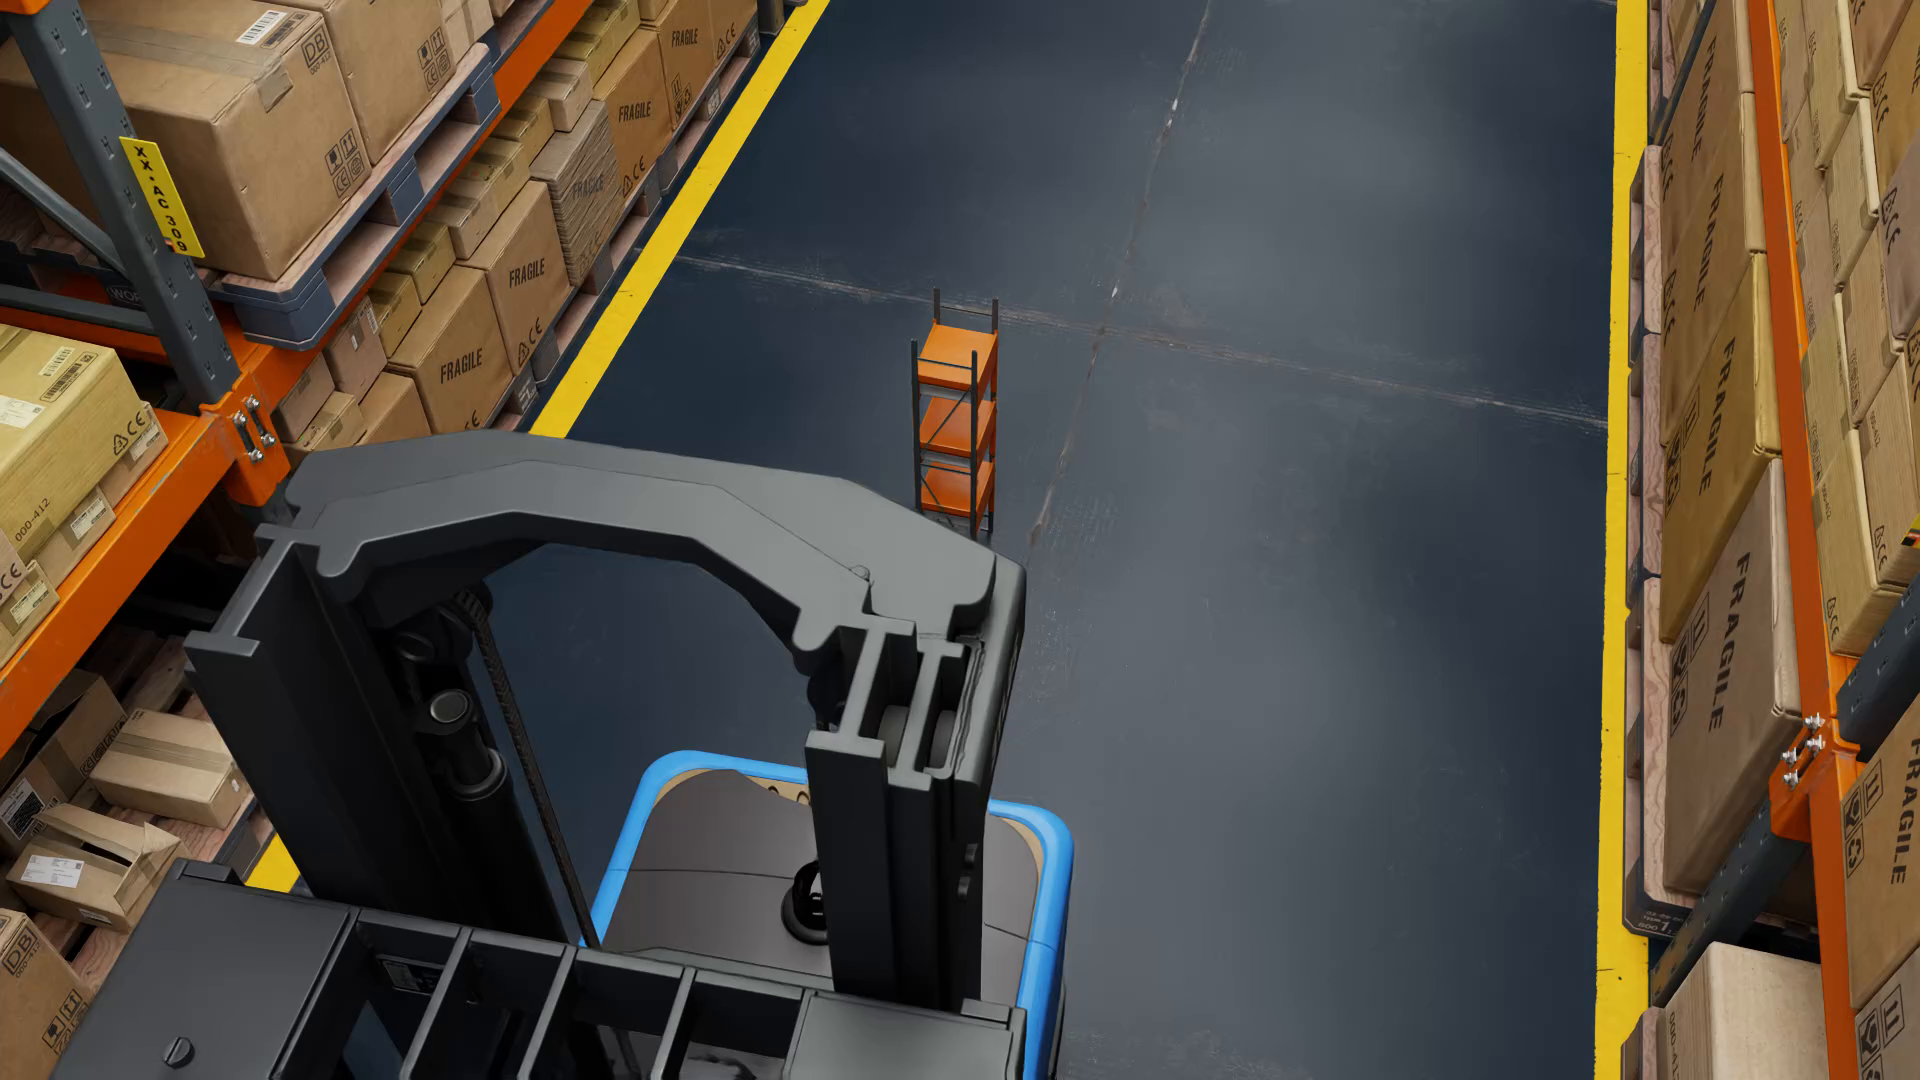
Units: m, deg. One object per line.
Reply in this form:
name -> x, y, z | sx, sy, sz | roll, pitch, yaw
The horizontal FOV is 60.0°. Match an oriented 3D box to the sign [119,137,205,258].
sign -> -1.859, -0.794, 3.873 | 0.100, 0.325, 0.005 | 12, 50, 10

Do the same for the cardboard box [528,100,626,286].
cardboard box -> -1.631, -1.348, 6.326 | 0.500, 0.500, 0.500 | 10, 49, 9

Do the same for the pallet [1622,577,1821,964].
pallet -> 2.536, 0.717, 4.976 | 1.003, 0.211, 1.213 | 12, 50, 10

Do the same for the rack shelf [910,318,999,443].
rack shelf -> -0.014, -0.489, 5.117 | 0.215, 0.259, 0.240 | 12, 50, 10

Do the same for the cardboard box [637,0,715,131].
cardboard box -> -1.377, -2.106, 6.996 | 0.500, 0.500, 0.500 | 11, 49, 9

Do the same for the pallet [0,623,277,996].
pallet -> -2.566, 0.810, 4.895 | 1.003, 0.211, 1.213 | 12, 50, 10

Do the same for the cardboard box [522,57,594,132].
cardboard box -> -1.593, -1.668, 6.176 | 0.380, 0.149, 0.250 | 9, 49, 8

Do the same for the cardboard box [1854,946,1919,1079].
cardboard box -> 1.893, 0.985, 2.813 | 0.500, 0.500, 0.500 | 12, 50, 10

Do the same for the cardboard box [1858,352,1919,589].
cardboard box -> 2.287, -0.115, 3.618 | 0.500, 0.250, 0.500 | 12, 50, 10

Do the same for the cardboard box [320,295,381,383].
cardboard box -> -2.011, -0.639, 5.069 | 0.380, 0.149, 0.250 | 9, 49, 8

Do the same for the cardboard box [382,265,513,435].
cardboard box -> -1.909, -0.614, 5.678 | 0.500, 0.500, 0.500 | 11, 49, 10

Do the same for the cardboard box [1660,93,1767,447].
cardboard box -> 2.958, -0.834, 5.623 | 0.875, 0.875, 0.875 | 12, 50, 10

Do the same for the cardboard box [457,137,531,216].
cardboard box -> -1.750, -1.300, 5.851 | 0.380, 0.149, 0.250 | 13, 50, 11

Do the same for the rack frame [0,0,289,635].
rack frame -> -2.384, -0.610, 4.287 | 1.000, 3.000, 0.127 | 12, 50, 10

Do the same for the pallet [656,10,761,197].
pallet -> -1.564, -2.048, 7.416 | 1.003, 0.211, 1.213 | 12, 50, 10

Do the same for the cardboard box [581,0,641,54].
cardboard box -> -1.484, -2.055, 6.517 | 0.380, 0.149, 0.250 | 13, 50, 11

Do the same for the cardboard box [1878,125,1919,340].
cardboard box -> 2.410, -0.745, 3.673 | 0.500, 0.500, 0.500 | 12, 50, 11

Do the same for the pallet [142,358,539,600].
pallet -> -2.207, -0.283, 5.859 | 1.003, 0.211, 1.213 | 12, 50, 10

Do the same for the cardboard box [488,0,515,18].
cardboard box -> -1.698, -2.030, 5.194 | 0.700, 0.500, 0.500 | 11, 50, 10

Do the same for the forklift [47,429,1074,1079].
forklift -> -0.509, 1.378, 2.579 | 1.130, 2.935, 3.031 | 8, 49, 7

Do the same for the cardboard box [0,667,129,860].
cardboard box -> -2.786, 0.572, 4.757 | 0.500, 0.311, 0.500 | 13, 50, 11

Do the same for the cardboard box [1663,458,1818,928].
cardboard box -> 2.491, 0.467, 4.474 | 0.875, 0.875, 0.875 | 13, 50, 11

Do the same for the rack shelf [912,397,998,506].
rack shelf -> -0.014, -0.302, 5.330 | 0.215, 0.259, 0.240 | 12, 50, 10

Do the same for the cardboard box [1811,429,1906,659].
cardboard box -> 2.280, 0.043, 3.812 | 0.500, 0.250, 0.500 | 10, 49, 9

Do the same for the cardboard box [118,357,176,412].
cardboard box -> -2.566, -0.459, 5.109 | 0.380, 0.149, 0.250 | 10, 49, 9

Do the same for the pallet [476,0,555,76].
pallet -> -1.839, -2.032, 5.671 | 1.003, 0.211, 1.213 | 12, 50, 10

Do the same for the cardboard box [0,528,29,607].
cardboard box -> -2.400, 0.123, 3.542 | 0.500, 0.250, 0.500 | 12, 50, 10

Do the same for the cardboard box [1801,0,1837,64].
cardboard box -> 2.806, -1.592, 4.921 | 0.500, 0.250, 0.500 | 11, 50, 10

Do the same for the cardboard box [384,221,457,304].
cardboard box -> -1.919, -0.947, 5.540 | 0.380, 0.149, 0.250 | 11, 49, 9

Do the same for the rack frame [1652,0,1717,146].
rack frame -> 3.458, -2.526, 5.979 | 1.000, 3.000, 0.127 | 12, 50, 10

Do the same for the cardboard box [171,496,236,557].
cardboard box -> -2.540, -0.335, 5.432 | 0.500, 0.500, 0.500 | 11, 50, 10

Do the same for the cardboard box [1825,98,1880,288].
cardboard box -> 2.542, -0.854, 4.270 | 0.500, 0.250, 0.500 | 13, 50, 11

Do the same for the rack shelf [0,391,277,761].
rack shelf -> -2.911, 1.075, 3.280 | 1.077, 0.370, 4.000 | 12, 50, 10

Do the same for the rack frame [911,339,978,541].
rack frame -> -0.046, -0.220, 5.244 | 0.200, 1.050, 0.008 | 12, 50, 10

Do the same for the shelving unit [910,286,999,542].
shelving unit -> -0.014, -0.309, 5.322 | 0.215, 1.050, 0.252 | 12, 50, 10

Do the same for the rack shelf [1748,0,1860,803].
rack shelf -> 2.932, -0.841, 4.972 | 1.077, 0.370, 4.000 | 12, 50, 10

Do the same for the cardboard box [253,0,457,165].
cardboard box -> -1.905, -1.462, 4.693 | 0.700, 0.500, 0.500 | 12, 50, 10

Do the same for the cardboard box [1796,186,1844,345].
cardboard box -> 2.567, -0.687, 4.455 | 0.500, 0.250, 0.500 | 10, 49, 9

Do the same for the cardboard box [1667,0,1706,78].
cardboard box -> 3.617, -2.202, 7.165 | 0.950, 0.372, 0.625 | 9, 49, 7

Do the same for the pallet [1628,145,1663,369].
pallet -> 3.178, -1.048, 6.534 | 1.003, 0.211, 1.213 | 12, 50, 10

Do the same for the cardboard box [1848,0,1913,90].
cardboard box -> 2.684, -1.485, 4.327 | 0.500, 0.500, 0.500 | 12, 50, 11

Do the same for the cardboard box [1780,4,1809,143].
cardboard box -> 2.825, -1.419, 5.102 | 0.500, 0.250, 0.500 | 13, 50, 11

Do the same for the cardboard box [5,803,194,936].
cardboard box -> -2.341, 0.875, 4.520 | 0.396, 0.266, 0.258 | 13, 50, 11

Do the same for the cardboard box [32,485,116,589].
cardboard box -> -2.272, -0.053, 3.964 | 0.380, 0.149, 0.250 | 13, 50, 11

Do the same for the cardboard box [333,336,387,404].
cardboard box -> -2.035, -0.559, 5.197 | 0.380, 0.149, 0.250 | 10, 49, 9
